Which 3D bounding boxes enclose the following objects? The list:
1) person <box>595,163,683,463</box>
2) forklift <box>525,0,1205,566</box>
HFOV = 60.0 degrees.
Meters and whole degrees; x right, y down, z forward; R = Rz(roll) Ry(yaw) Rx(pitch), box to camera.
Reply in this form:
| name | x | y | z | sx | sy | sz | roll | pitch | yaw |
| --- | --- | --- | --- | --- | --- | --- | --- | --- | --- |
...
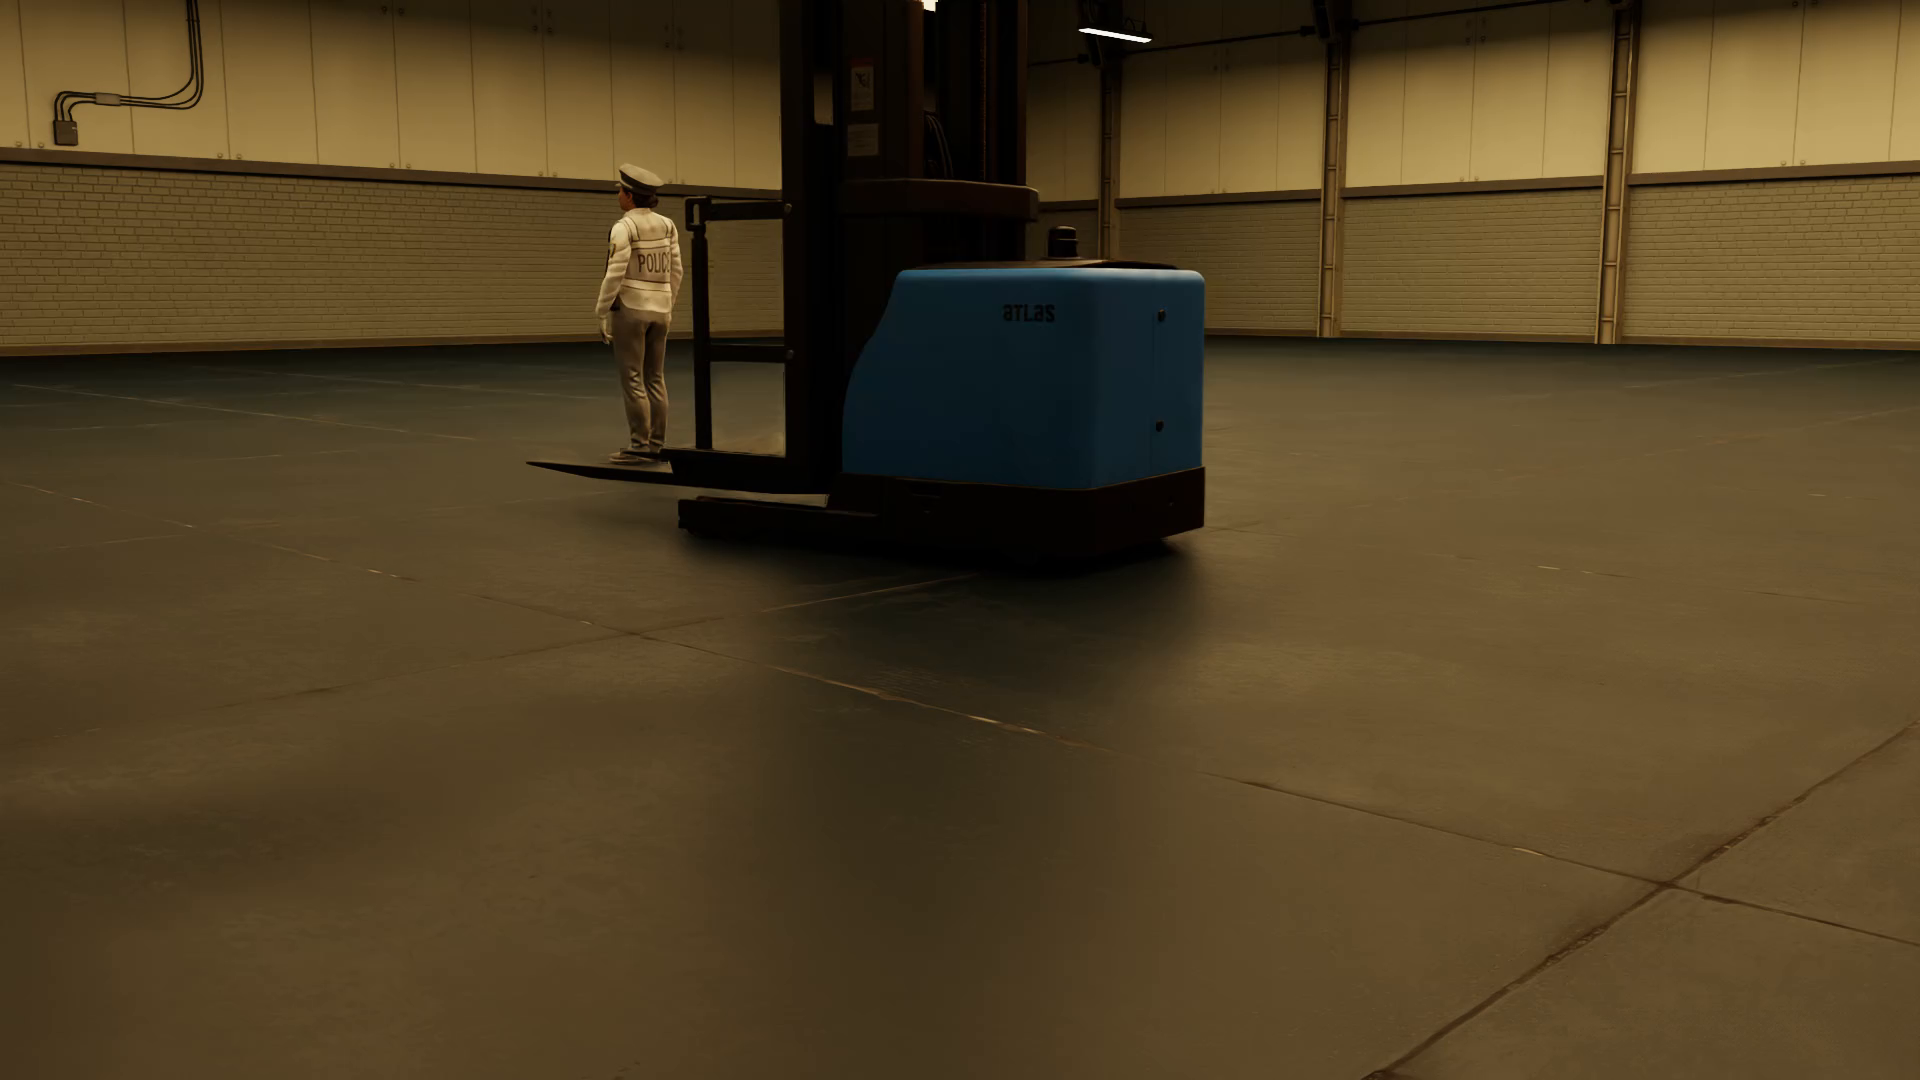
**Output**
| name | x | y | z | sx | sy | sz | roll | pitch | yaw |
| --- | --- | --- | --- | --- | --- | --- | --- | --- | --- |
| person | -1.882 | -1.285 | 9.527 | 0.526 | 1.698 | 0.578 | 6 | 11 | 36 |
| forklift | -0.543 | -1.500 | 6.837 | 3.031 | 2.935 | 1.130 | 6 | 10 | 33 |
